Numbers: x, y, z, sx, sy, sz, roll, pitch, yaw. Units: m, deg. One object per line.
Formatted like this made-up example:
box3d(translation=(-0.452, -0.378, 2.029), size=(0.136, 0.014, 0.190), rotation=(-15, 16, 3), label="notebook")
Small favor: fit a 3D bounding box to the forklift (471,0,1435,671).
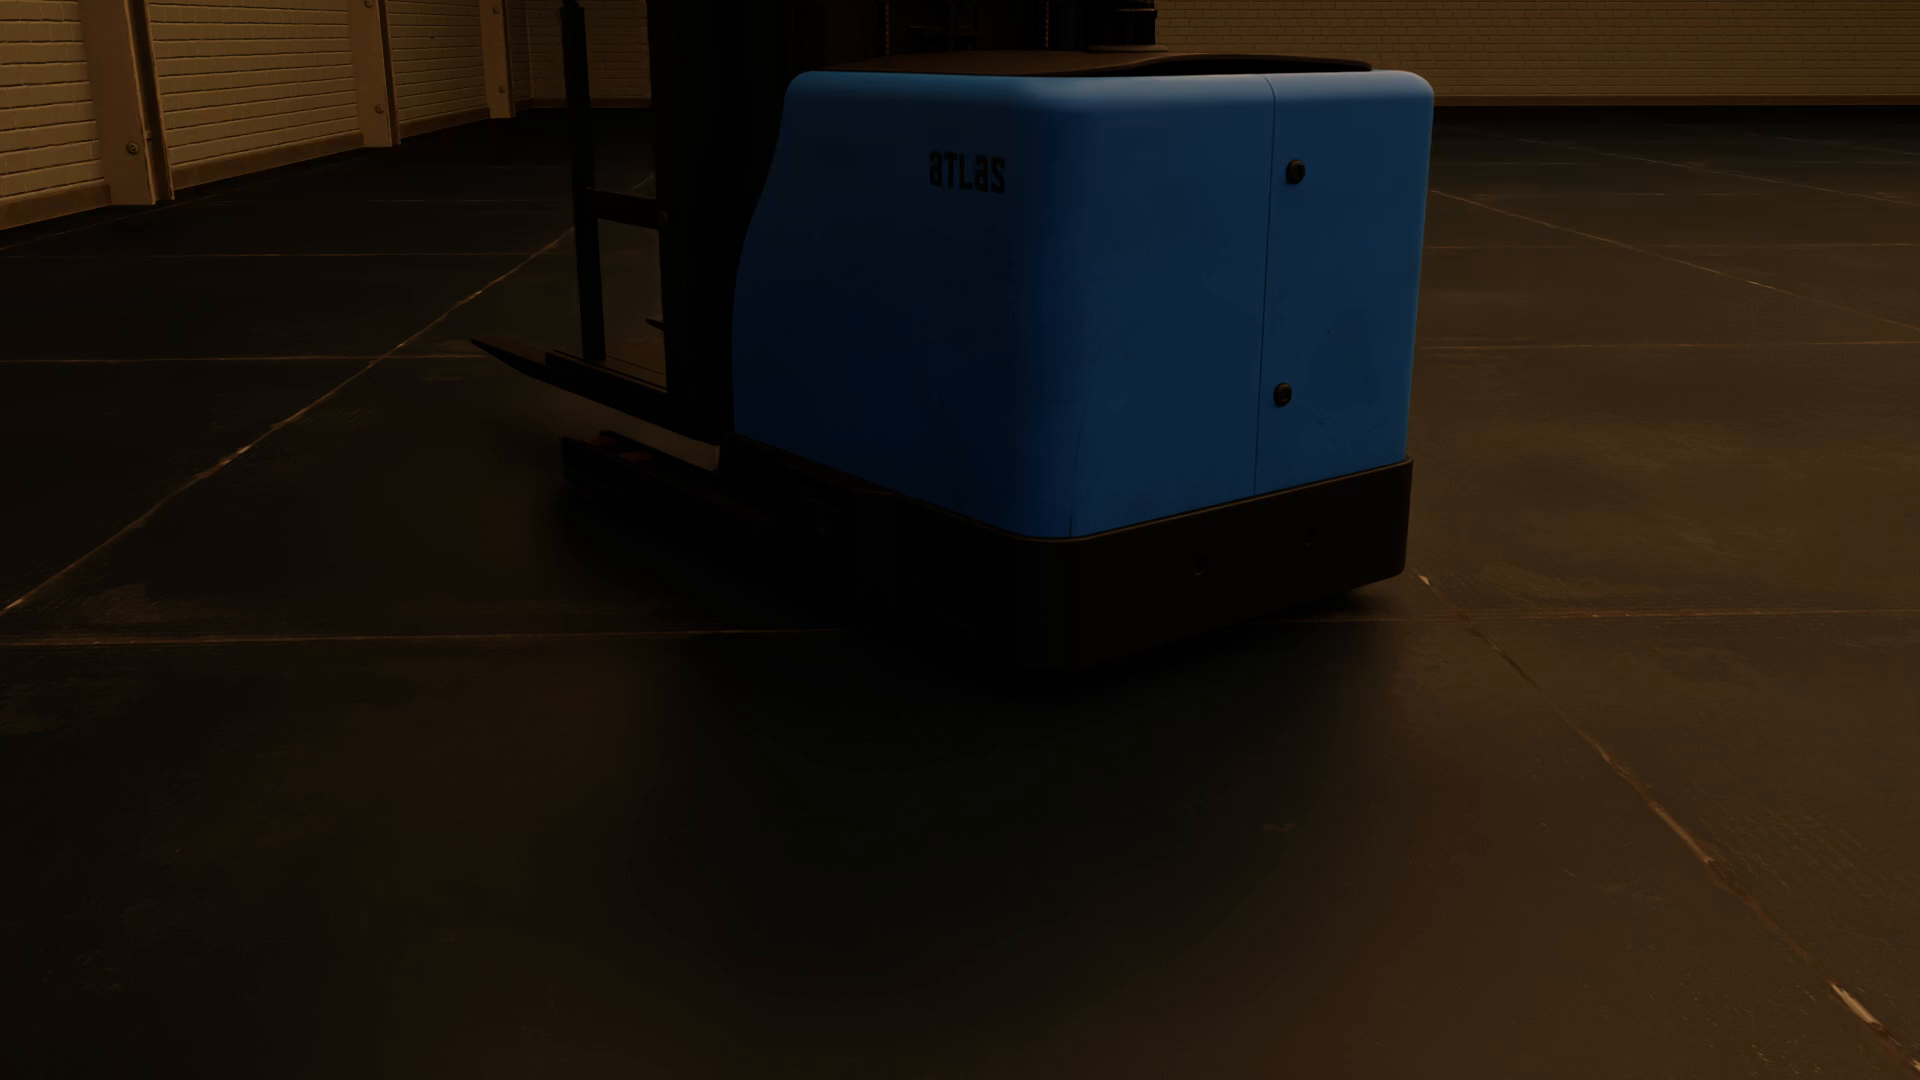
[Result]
box3d(translation=(-0.359, -1.534, 3.923), size=(1.130, 2.935, 3.031), rotation=(-13, 21, -35), label="forklift")
